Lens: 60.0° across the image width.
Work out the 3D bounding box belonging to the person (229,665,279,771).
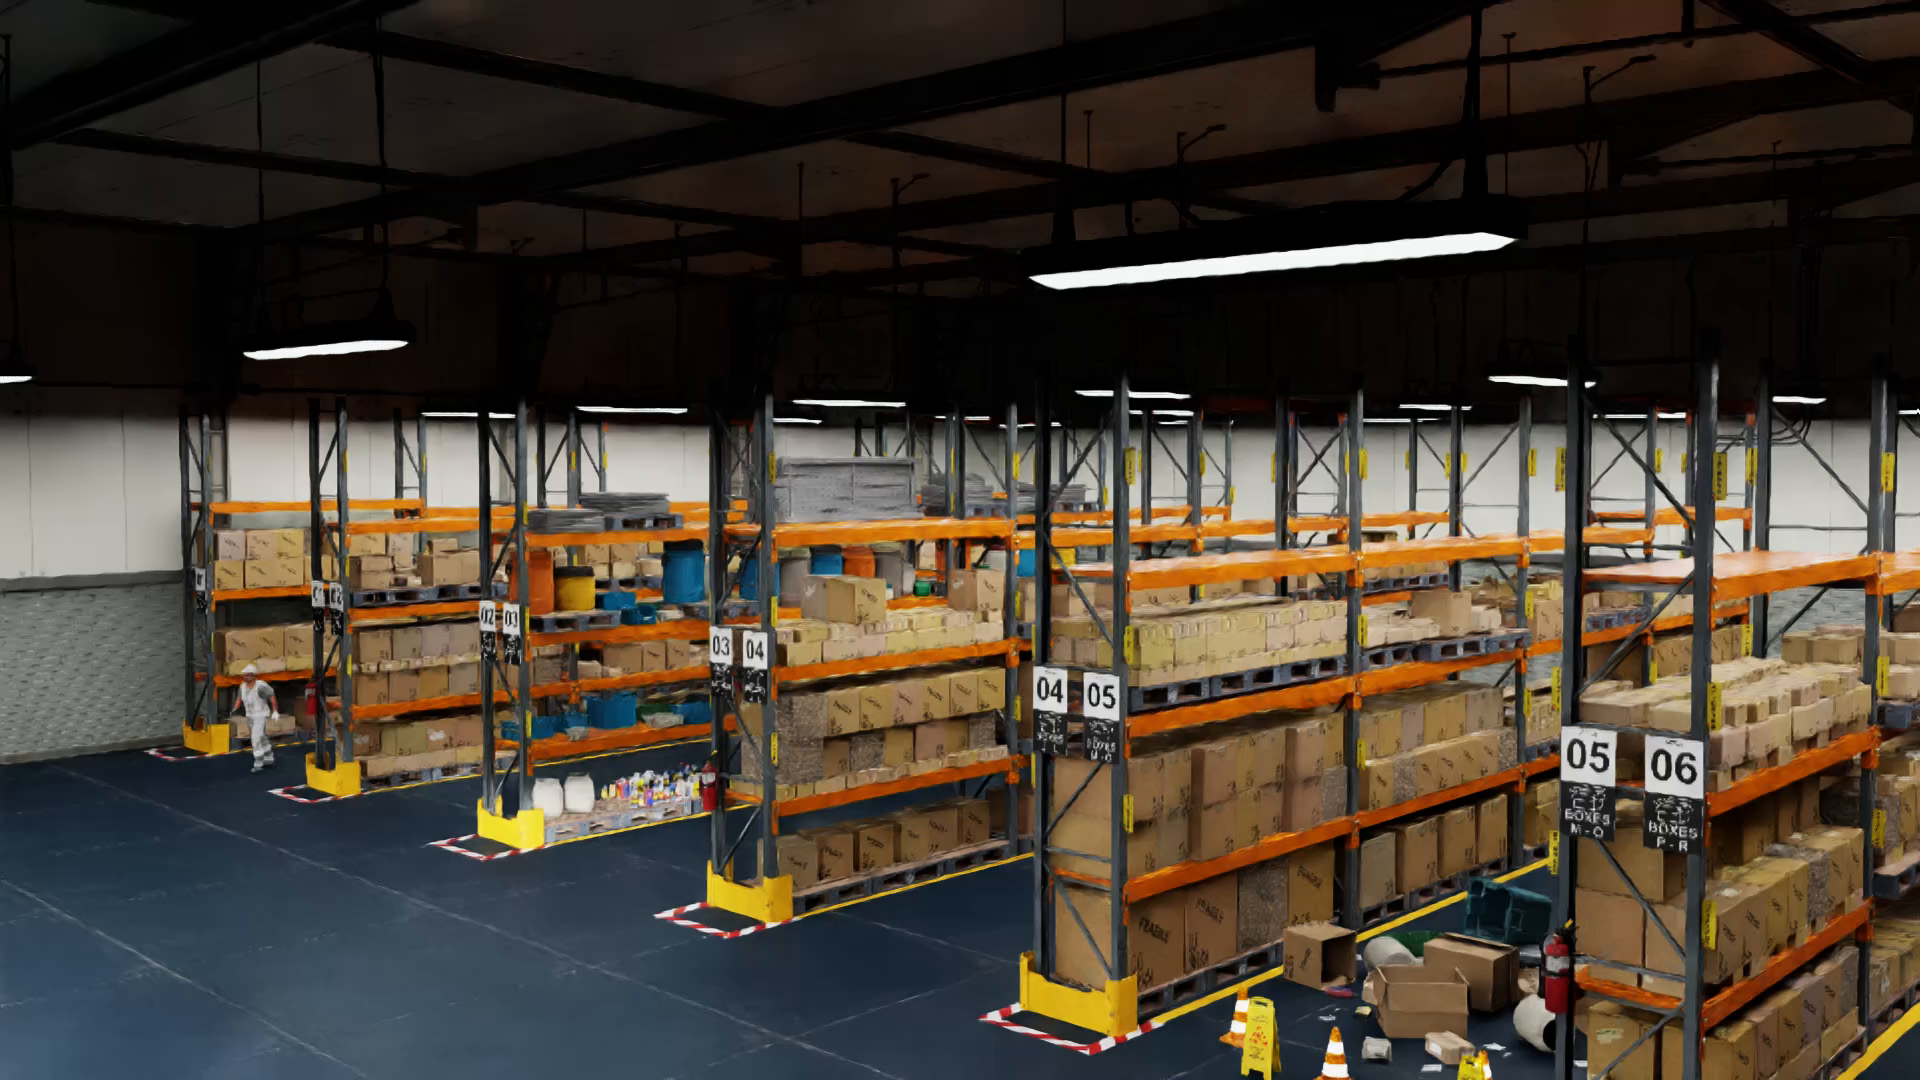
[{"bbox_3d":[-11.426,2.868,27.048,0.678,1.715,0.827,1,3,26],"label":"person"}]
